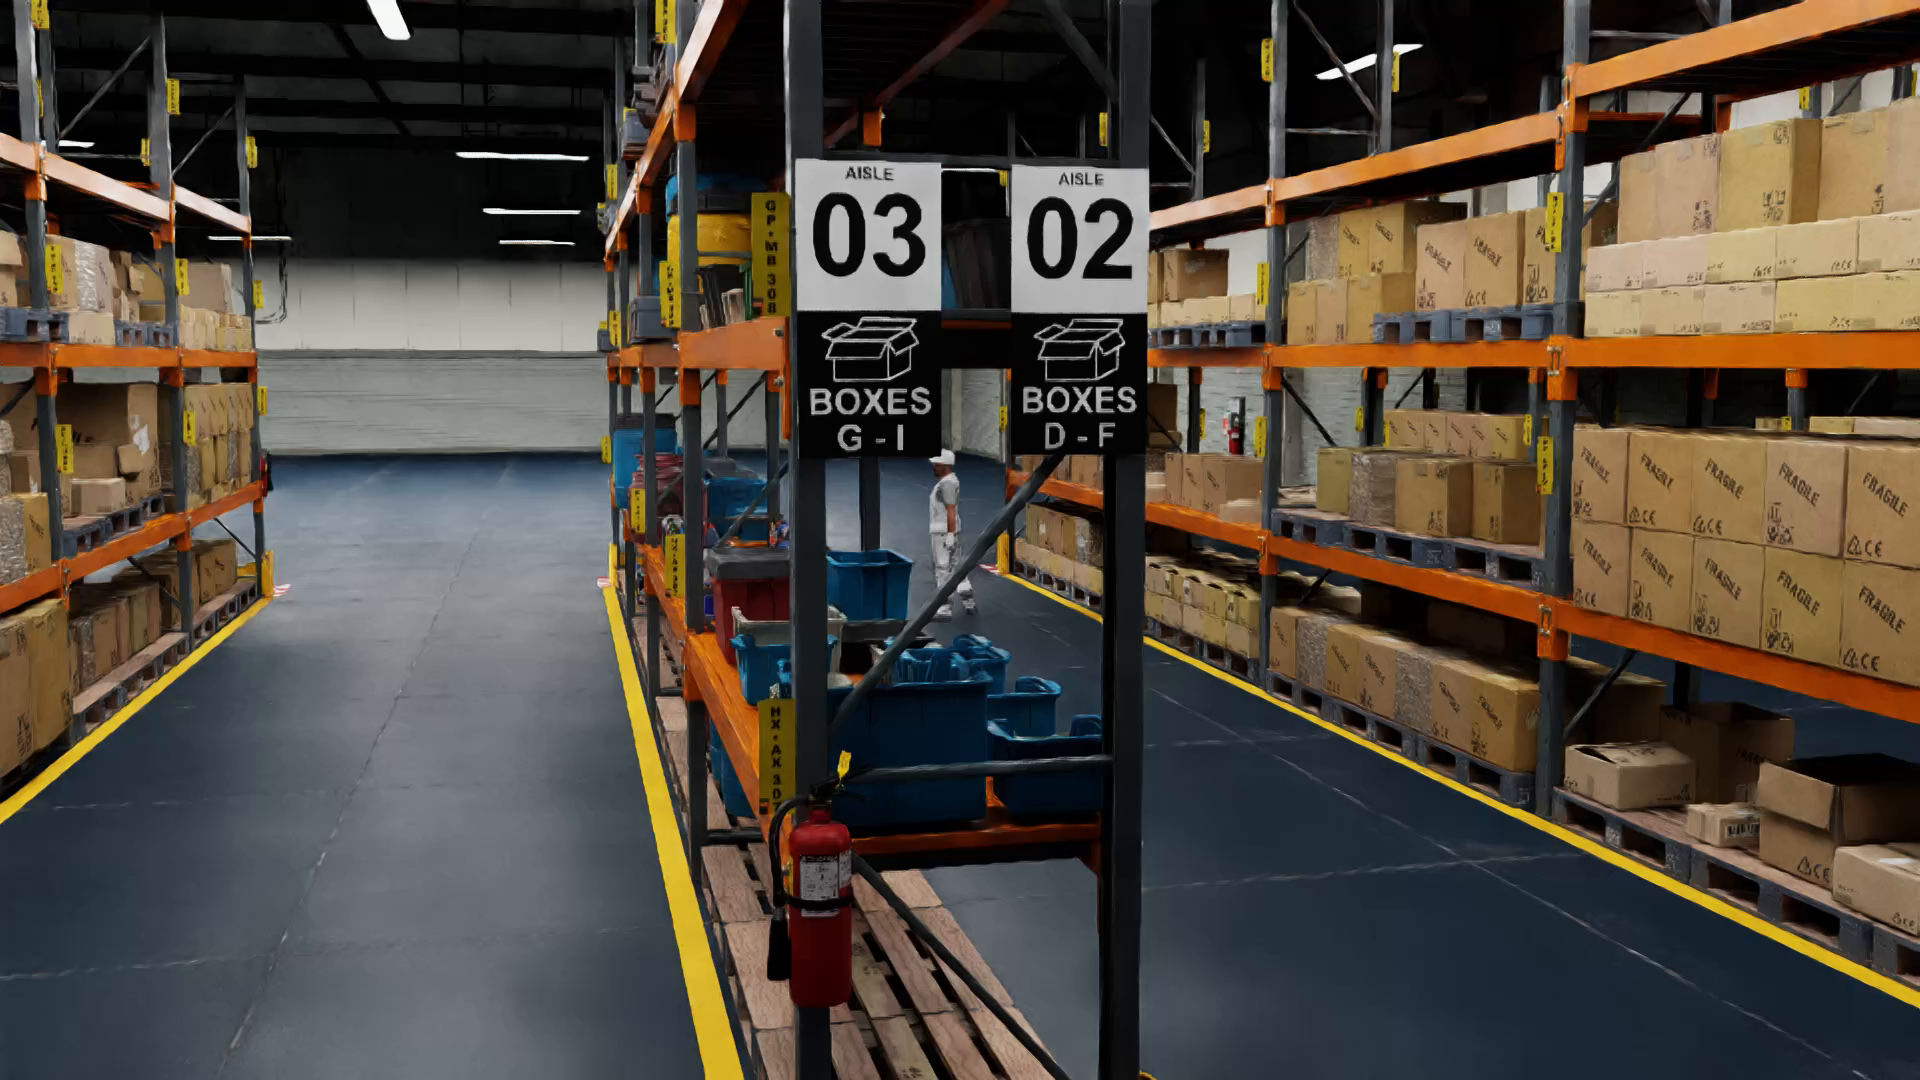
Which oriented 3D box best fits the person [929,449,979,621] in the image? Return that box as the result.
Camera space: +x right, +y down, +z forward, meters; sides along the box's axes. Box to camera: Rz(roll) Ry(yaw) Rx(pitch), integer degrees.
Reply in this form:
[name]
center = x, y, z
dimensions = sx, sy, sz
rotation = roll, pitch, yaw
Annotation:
[person]
center = -0.081, -0.062, 17.398
dimensions = 0.489, 1.792, 0.701
rotation = 1, 6, 10
